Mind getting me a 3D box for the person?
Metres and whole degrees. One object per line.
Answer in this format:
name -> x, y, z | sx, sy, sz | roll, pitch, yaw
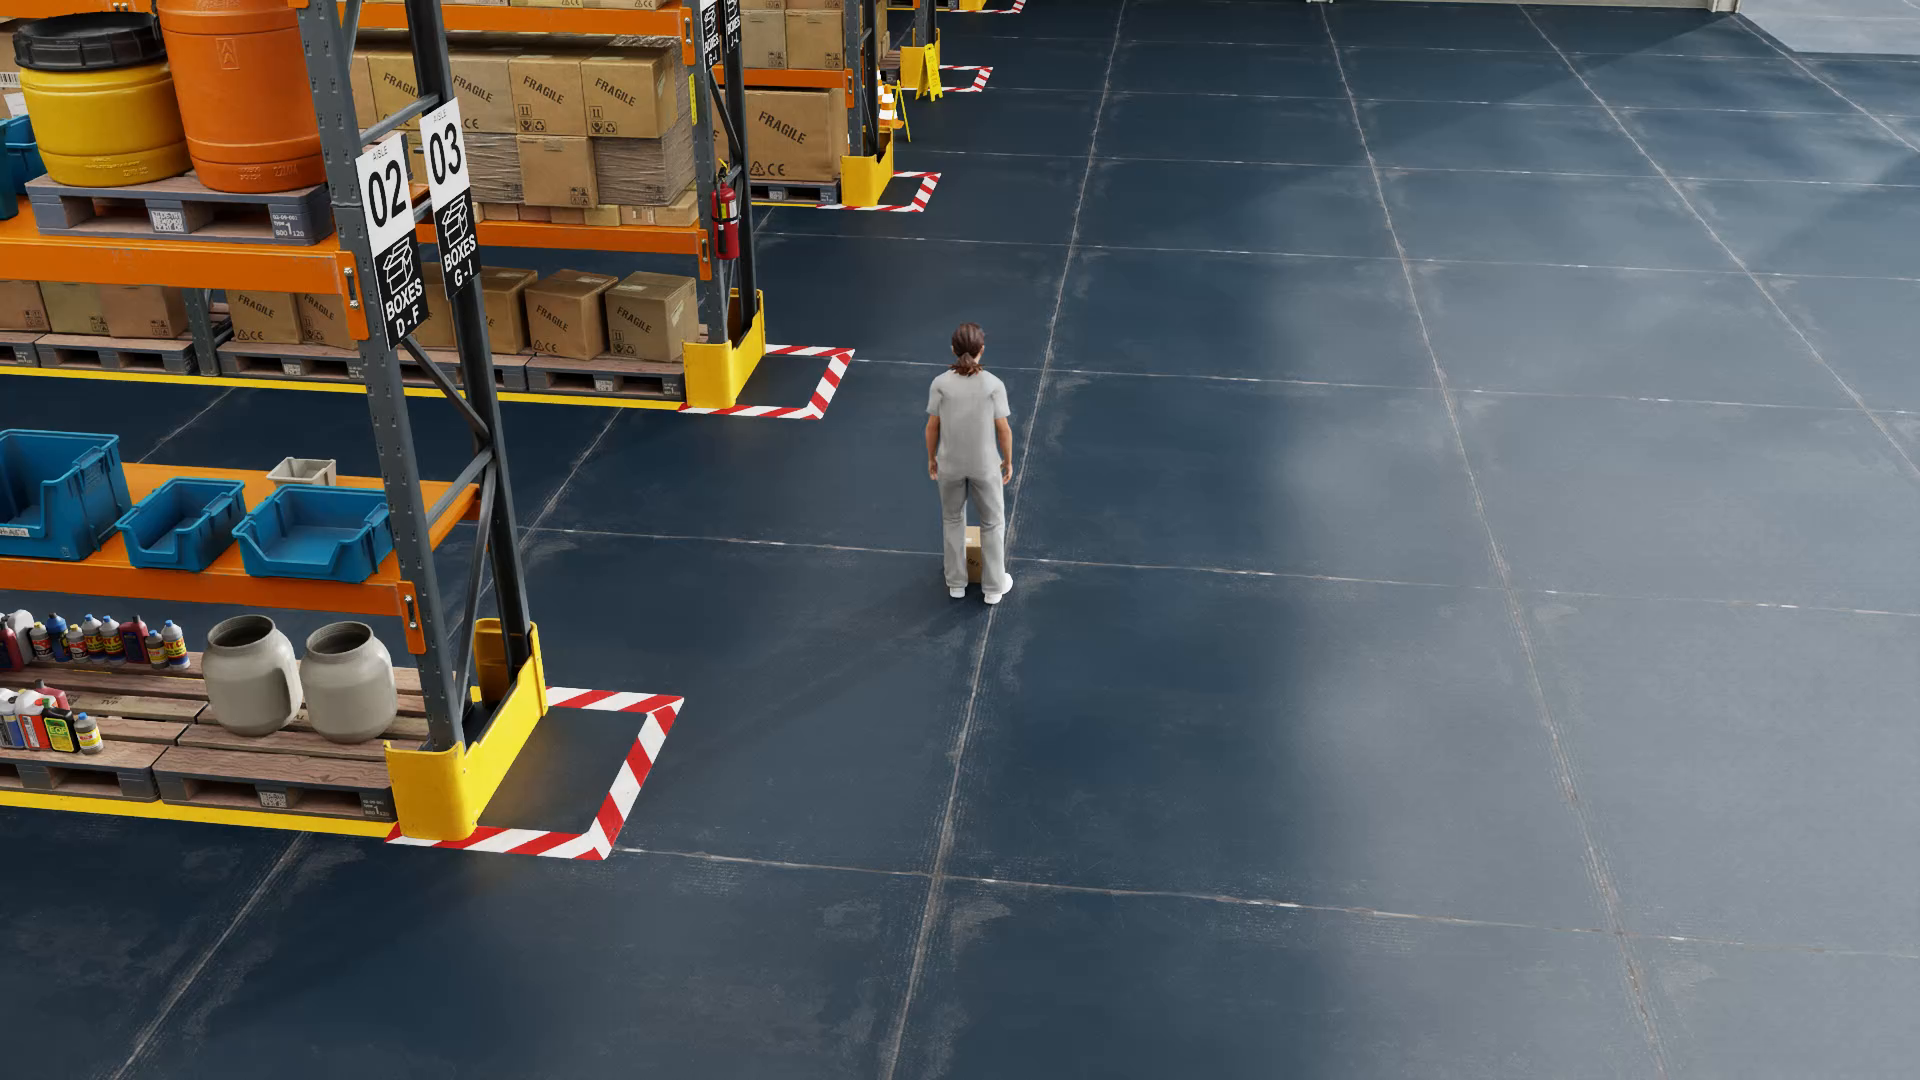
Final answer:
person -> 0.057, -0.432, 9.420 | 0.486, 1.673, 0.406 | 4, 29, 7
